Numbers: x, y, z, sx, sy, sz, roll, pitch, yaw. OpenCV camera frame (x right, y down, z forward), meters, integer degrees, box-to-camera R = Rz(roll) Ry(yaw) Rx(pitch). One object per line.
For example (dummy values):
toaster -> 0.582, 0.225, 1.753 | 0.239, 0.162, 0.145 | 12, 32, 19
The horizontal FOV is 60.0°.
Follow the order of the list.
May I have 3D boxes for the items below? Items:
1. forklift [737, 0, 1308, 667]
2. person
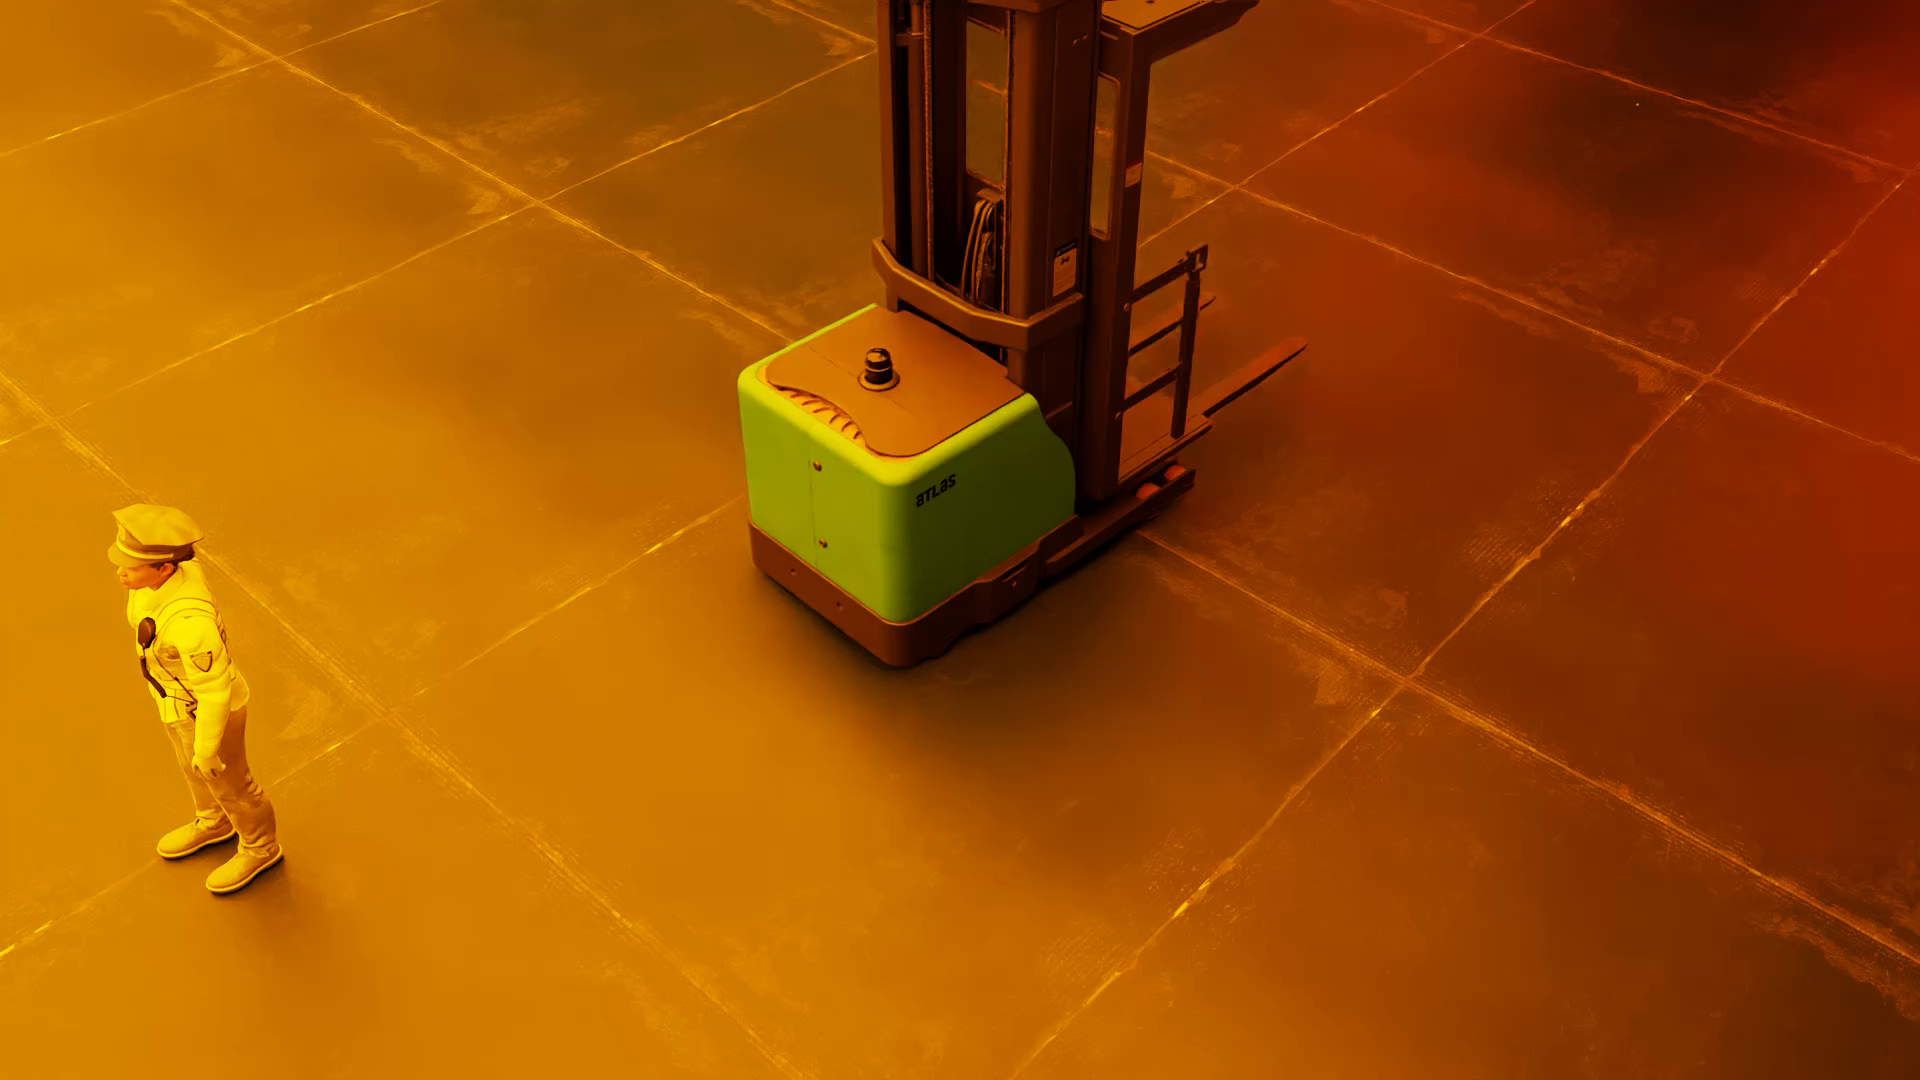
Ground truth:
forklift -> 0.470, -1.431, 7.096 | 3.031, 2.935, 1.130 | -32, 50, -32
person -> -2.672, 0.578, 5.693 | 0.532, 1.694, 0.586 | -23, 46, -25
